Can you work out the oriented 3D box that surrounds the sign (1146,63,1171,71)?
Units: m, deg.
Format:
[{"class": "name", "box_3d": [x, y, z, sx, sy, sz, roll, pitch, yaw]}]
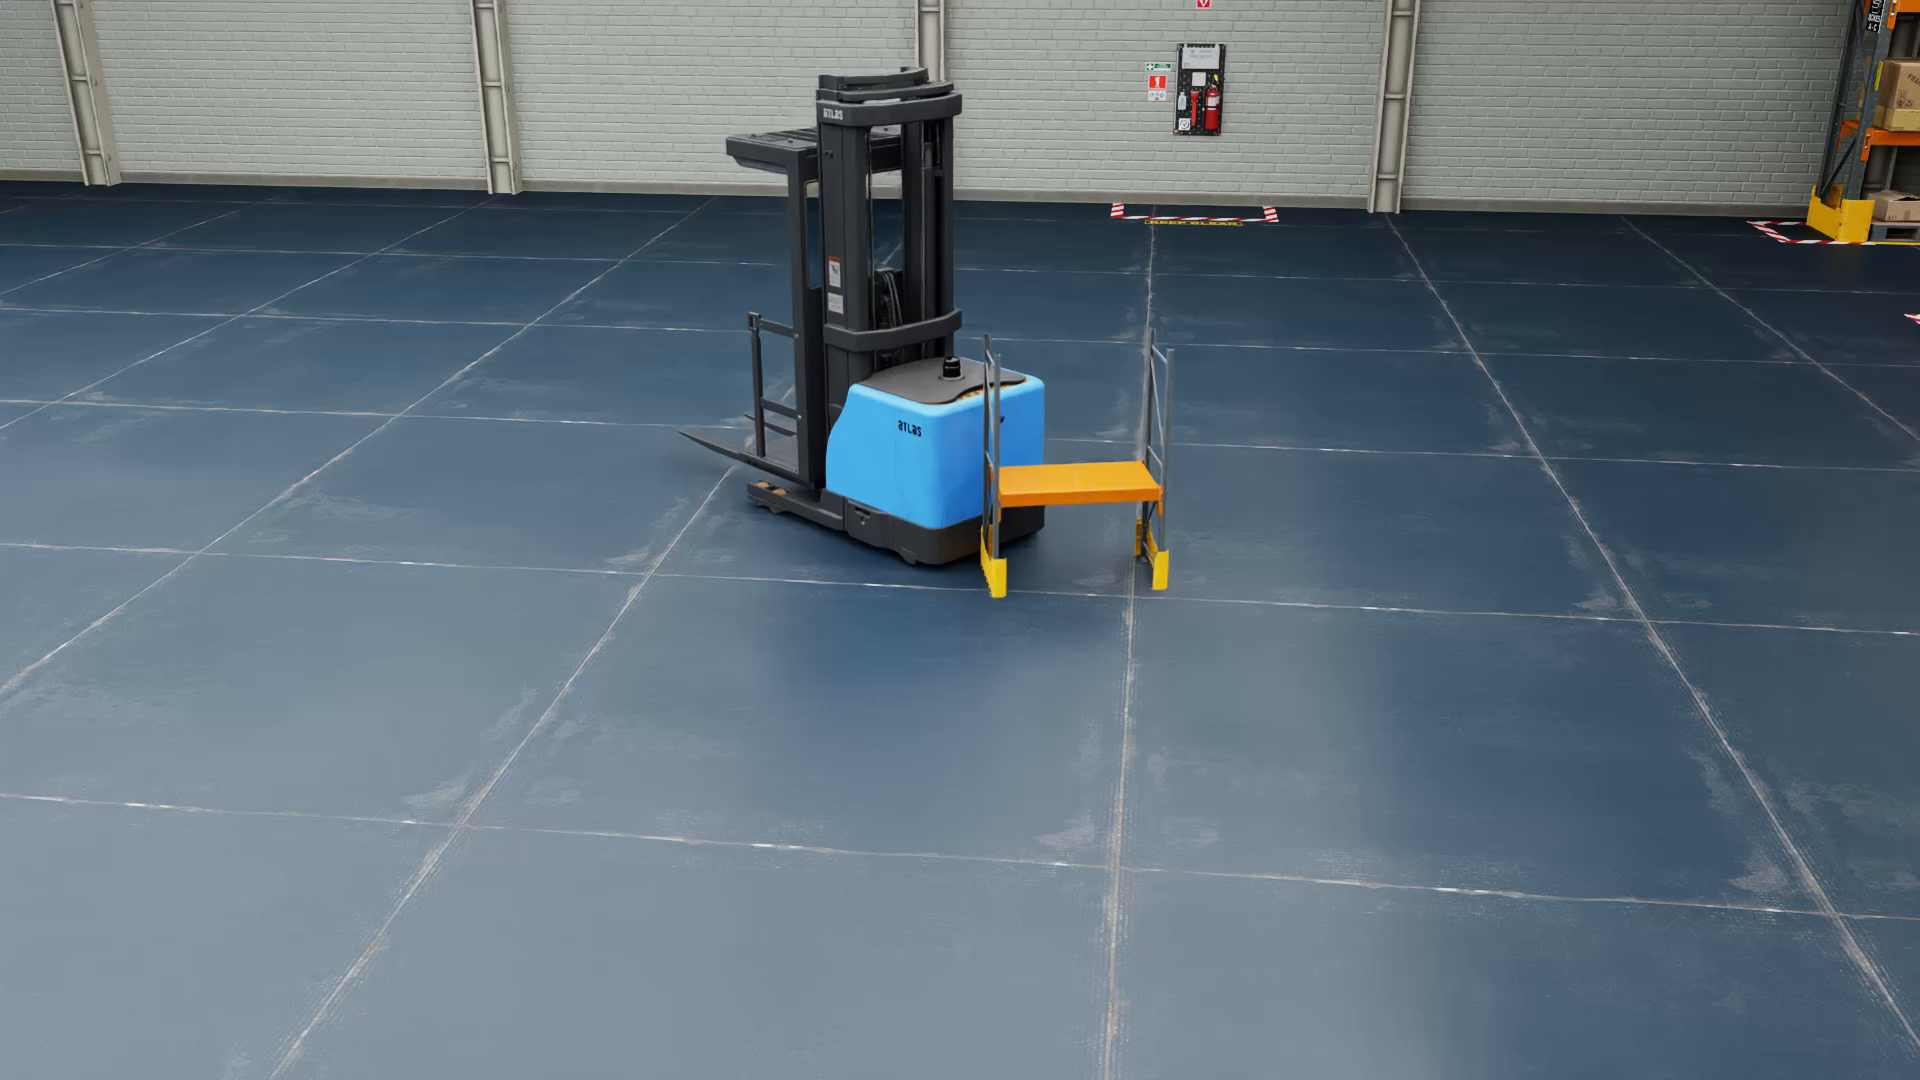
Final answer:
[{"class": "sign", "box_3d": [2.593, -6.177, 21.715, 0.331, 0.109, 0.001, 2, 22, 6]}]

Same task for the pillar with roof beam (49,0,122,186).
[{"class": "pillar with roof beam", "box_3d": [-12.806, -7.732, 18.257, 0.400, 9.000, 9.100, 2, 22, 6]}]

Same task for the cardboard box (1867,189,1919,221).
[{"class": "cardboard box", "box_3d": [11.414, -4.081, 20.242, 0.500, 0.311, 0.500, 0, 22, 0]}]

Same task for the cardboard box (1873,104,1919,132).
[{"class": "cardboard box", "box_3d": [11.184, -4.992, 19.664, 0.500, 0.250, 0.500, 2, 22, 5]}]

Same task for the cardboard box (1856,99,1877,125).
[{"class": "cardboard box", "box_3d": [11.224, -5.180, 20.139, 0.500, 0.250, 0.500, 3, 22, 7]}]

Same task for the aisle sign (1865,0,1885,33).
[{"class": "aisle sign", "box_3d": [10.630, -6.292, 19.240, 0.004, 0.787, 0.394, 2, 22, 6]}]

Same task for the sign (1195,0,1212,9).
[{"class": "sign", "box_3d": [3.130, -6.970, 21.338, 0.199, 0.298, 0.001, 2, 22, 6]}]

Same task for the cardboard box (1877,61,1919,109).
[{"class": "cardboard box", "box_3d": [11.176, -5.348, 19.543, 0.500, 0.500, 0.500, 3, 22, 6]}]

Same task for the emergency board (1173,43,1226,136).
[{"class": "emergency board", "box_3d": [3.126, -5.856, 21.672, 0.643, 1.169, 0.194, 2, 22, 6]}]

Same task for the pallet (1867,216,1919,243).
[{"class": "pallet", "box_3d": [11.615, -3.842, 20.370, 1.213, 0.211, 1.003, 2, 22, 6]}]

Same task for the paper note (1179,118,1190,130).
[{"class": "paper note", "box_3d": [2.959, -5.479, 21.917, 0.142, 0.148, 0.016, 2, 22, 6]}]

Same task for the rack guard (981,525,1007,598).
[{"class": "rack guard", "box_3d": [0.207, 0.128, 10.276, 0.087, 0.250, 0.587, -3, 22, -6]}]

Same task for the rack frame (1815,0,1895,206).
[{"class": "rack frame", "box_3d": [10.737, -5.190, 19.987, 0.127, 3.000, 1.000, 2, 22, 6]}]

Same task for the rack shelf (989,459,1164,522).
[{"class": "rack shelf", "box_3d": [0.693, -0.307, 10.166, 1.000, 0.185, 0.538, -3, 22, -6]}]

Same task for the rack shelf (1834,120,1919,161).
[{"class": "rack shelf", "box_3d": [12.723, -4.769, 19.900, 4.000, 0.370, 1.077, 2, 22, 6]}]

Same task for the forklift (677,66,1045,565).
[{"class": "forklift", "box_3d": [-0.825, -1.661, 11.154, 1.130, 2.935, 3.031, -19, 29, -40]}]

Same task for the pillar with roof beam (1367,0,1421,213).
[{"class": "pillar with roof beam", "box_3d": [5.069, -6.953, 16.287, 0.400, 9.000, 9.100, 2, 22, 6]}]

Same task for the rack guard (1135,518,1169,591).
[{"class": "rack guard", "box_3d": [1.196, 0.085, 10.386, 0.087, 0.250, 0.587, -3, 22, -6]}]

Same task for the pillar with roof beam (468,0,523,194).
[{"class": "pillar with roof beam", "box_3d": [-6.847, -7.472, 17.601, 0.400, 9.000, 9.100, 2, 22, 6]}]

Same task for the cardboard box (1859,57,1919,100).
[{"class": "cardboard box", "box_3d": [11.230, -5.535, 20.018, 0.500, 0.500, 0.500, 2, 22, 6]}]

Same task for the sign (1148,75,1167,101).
[{"class": "sign", "box_3d": [2.589, -5.934, 21.821, 0.234, 0.329, 0.001, 2, 22, 6]}]

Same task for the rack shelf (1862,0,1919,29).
[{"class": "rack shelf", "box_3d": [12.723, -6.164, 19.349, 4.000, 0.370, 1.077, 2, 22, 6]}]

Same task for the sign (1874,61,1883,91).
[{"class": "sign", "box_3d": [10.673, -5.394, 19.327, 0.005, 0.325, 0.100, 2, 22, 6]}]

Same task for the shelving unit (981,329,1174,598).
[{"class": "shelving unit", "box_3d": [0.702, -0.475, 10.101, 1.083, 1.500, 0.587, -3, 22, -6]}]

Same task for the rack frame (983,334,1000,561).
[{"class": "rack frame", "box_3d": [0.188, -0.452, 10.044, 0.032, 1.500, 0.500, -3, 22, -6]}]

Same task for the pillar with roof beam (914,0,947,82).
[{"class": "pillar with roof beam", "box_3d": [-0.889, -7.213, 16.944, 0.400, 9.000, 9.100, 2, 22, 6]}]

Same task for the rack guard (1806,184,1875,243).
[{"class": "rack guard", "box_3d": [10.813, -4.024, 20.438, 0.348, 0.500, 1.175, 2, 22, 6]}]

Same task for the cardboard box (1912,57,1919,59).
[{"class": "cardboard box", "box_3d": [11.729, -5.510, 19.954, 0.500, 0.500, 0.500, 3, 22, 7]}]

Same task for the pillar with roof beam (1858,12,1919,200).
[{"class": "pillar with roof beam", "box_3d": [11.027, -6.693, 15.631, 0.400, 9.000, 9.100, 2, 22, 6]}]

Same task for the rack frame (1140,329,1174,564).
[{"class": "rack frame", "box_3d": [1.197, -0.497, 10.156, 0.032, 1.500, 0.500, -3, 22, -6]}]
